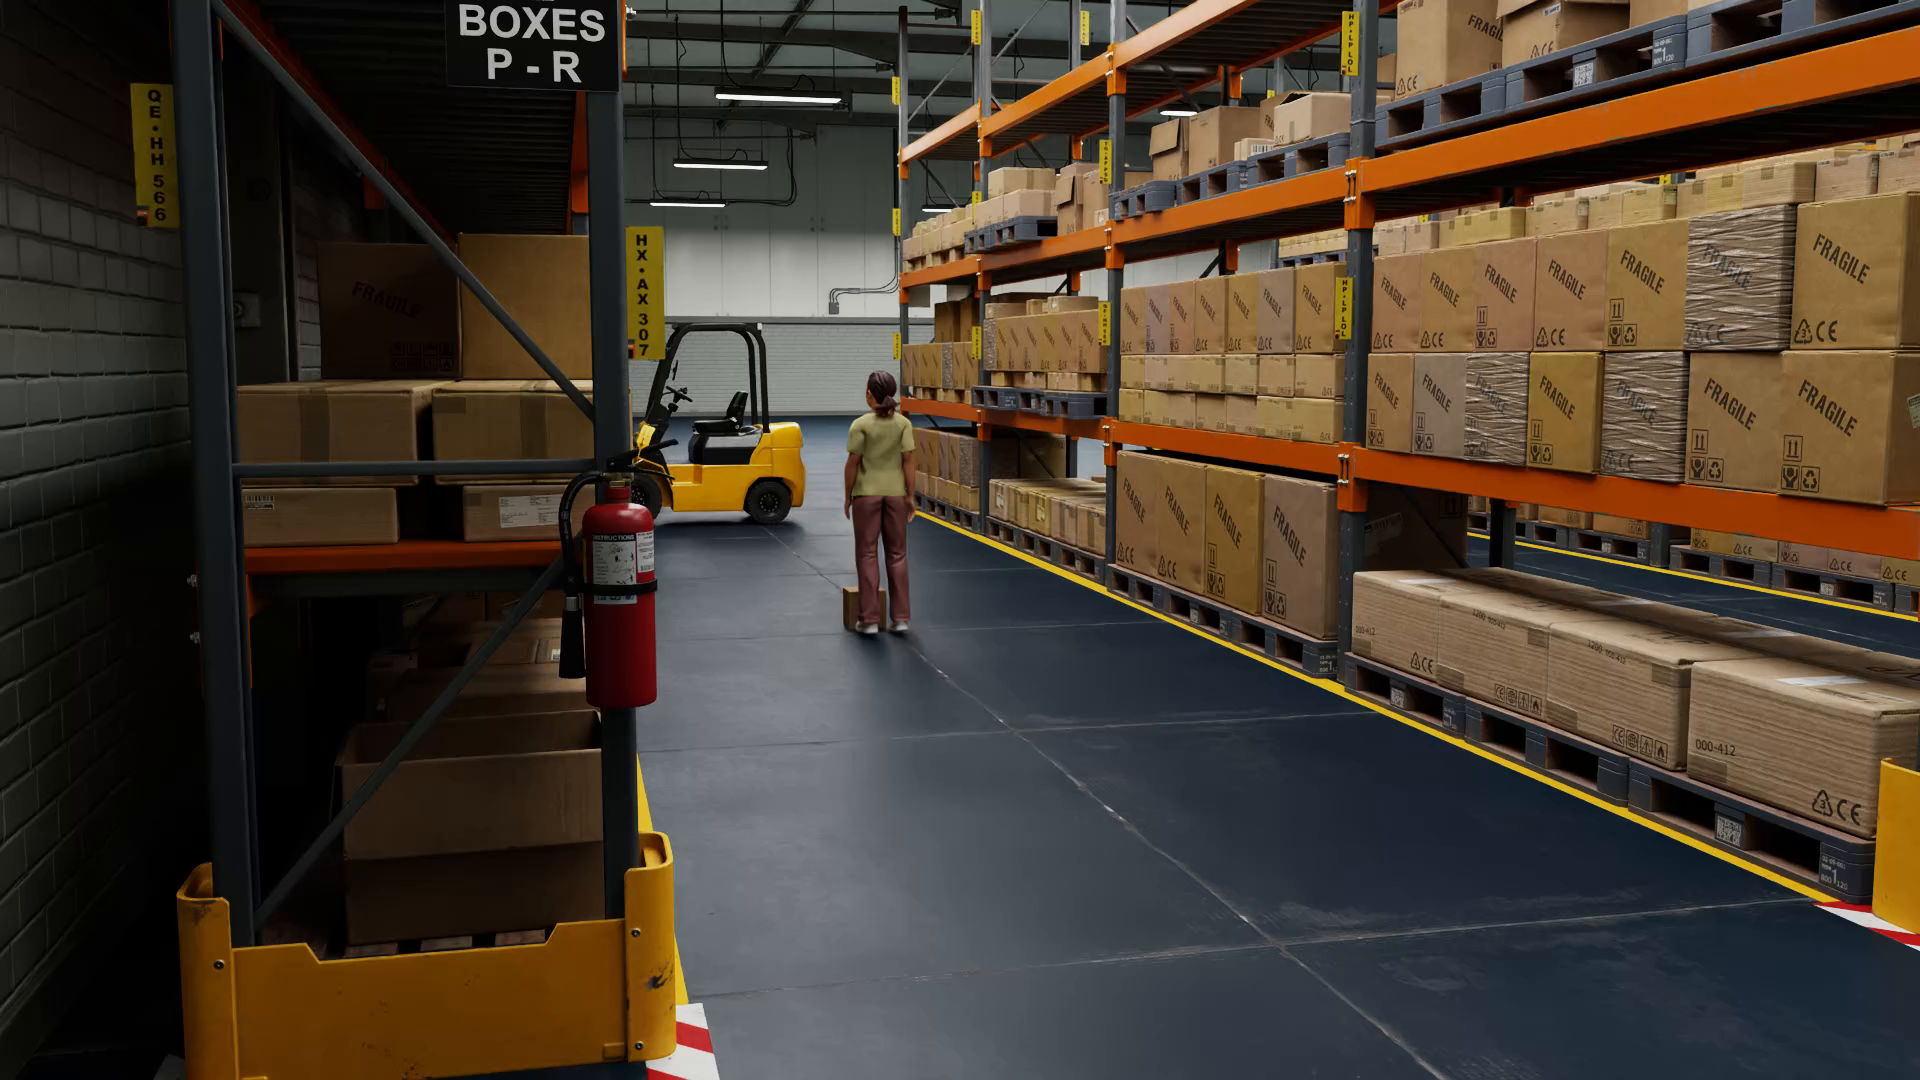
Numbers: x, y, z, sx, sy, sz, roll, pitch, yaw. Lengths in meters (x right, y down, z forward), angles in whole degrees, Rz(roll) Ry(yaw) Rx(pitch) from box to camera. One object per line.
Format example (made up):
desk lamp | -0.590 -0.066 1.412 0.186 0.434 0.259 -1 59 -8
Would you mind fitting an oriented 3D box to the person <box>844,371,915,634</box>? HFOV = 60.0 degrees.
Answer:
person | -0.519 -0.233 10.593 0.461 1.683 0.439 -2 7 -19
